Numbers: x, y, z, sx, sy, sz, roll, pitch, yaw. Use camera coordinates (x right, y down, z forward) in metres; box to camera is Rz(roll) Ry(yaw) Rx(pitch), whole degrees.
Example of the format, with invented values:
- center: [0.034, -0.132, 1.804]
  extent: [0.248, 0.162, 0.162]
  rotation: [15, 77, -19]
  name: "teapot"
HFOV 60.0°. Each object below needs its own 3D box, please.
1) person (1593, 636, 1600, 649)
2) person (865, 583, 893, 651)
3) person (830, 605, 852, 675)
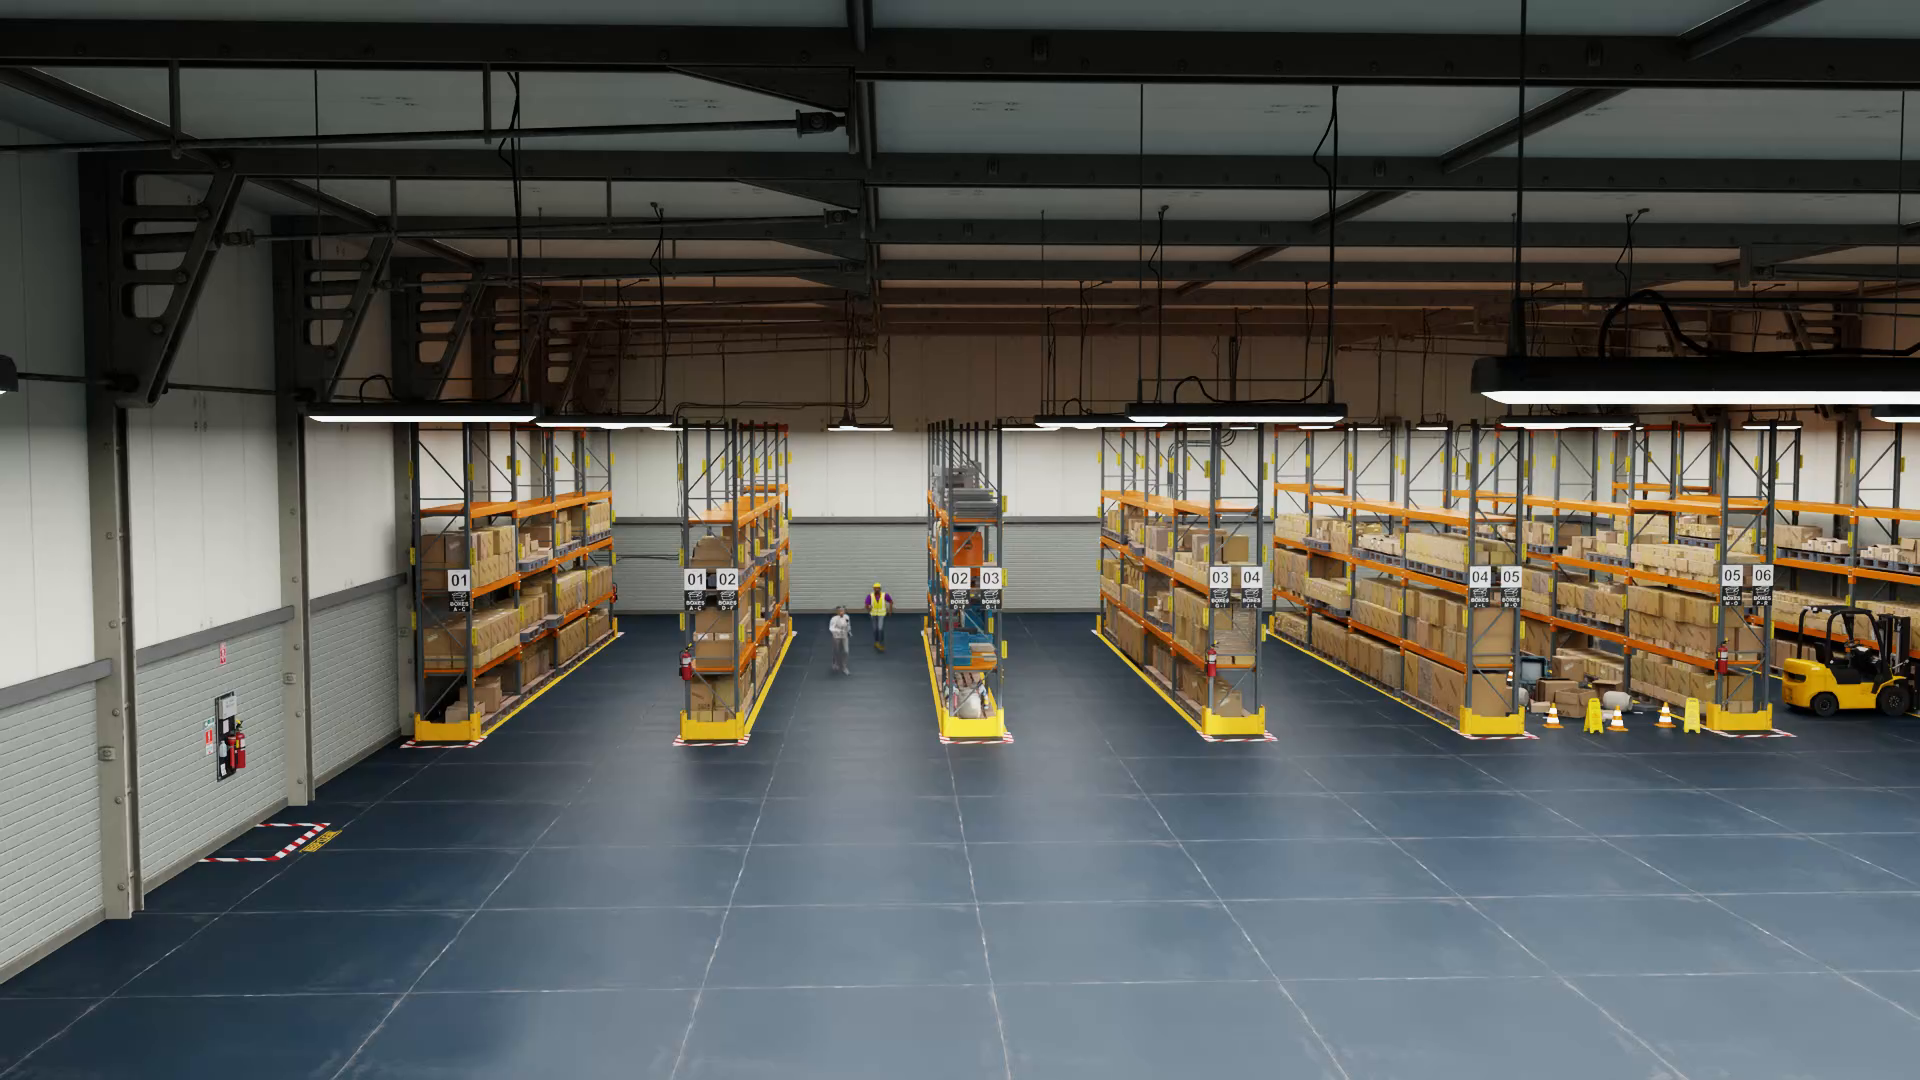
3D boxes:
- center: [16.449, 2.075, 43.691]
  extent: [0.626, 1.741, 0.955]
  rotation: [-1, 4, -12]
  name: "person"
- center: [-2.165, 2.046, 43.989]
  extent: [0.708, 1.841, 0.751]
  rotation: [0, 4, 6]
  name: "person"
- center: [-2.868, 2.352, 39.762]
  extent: [0.599, 1.662, 0.941]
  rotation: [-1, 4, -19]
  name: "person"
